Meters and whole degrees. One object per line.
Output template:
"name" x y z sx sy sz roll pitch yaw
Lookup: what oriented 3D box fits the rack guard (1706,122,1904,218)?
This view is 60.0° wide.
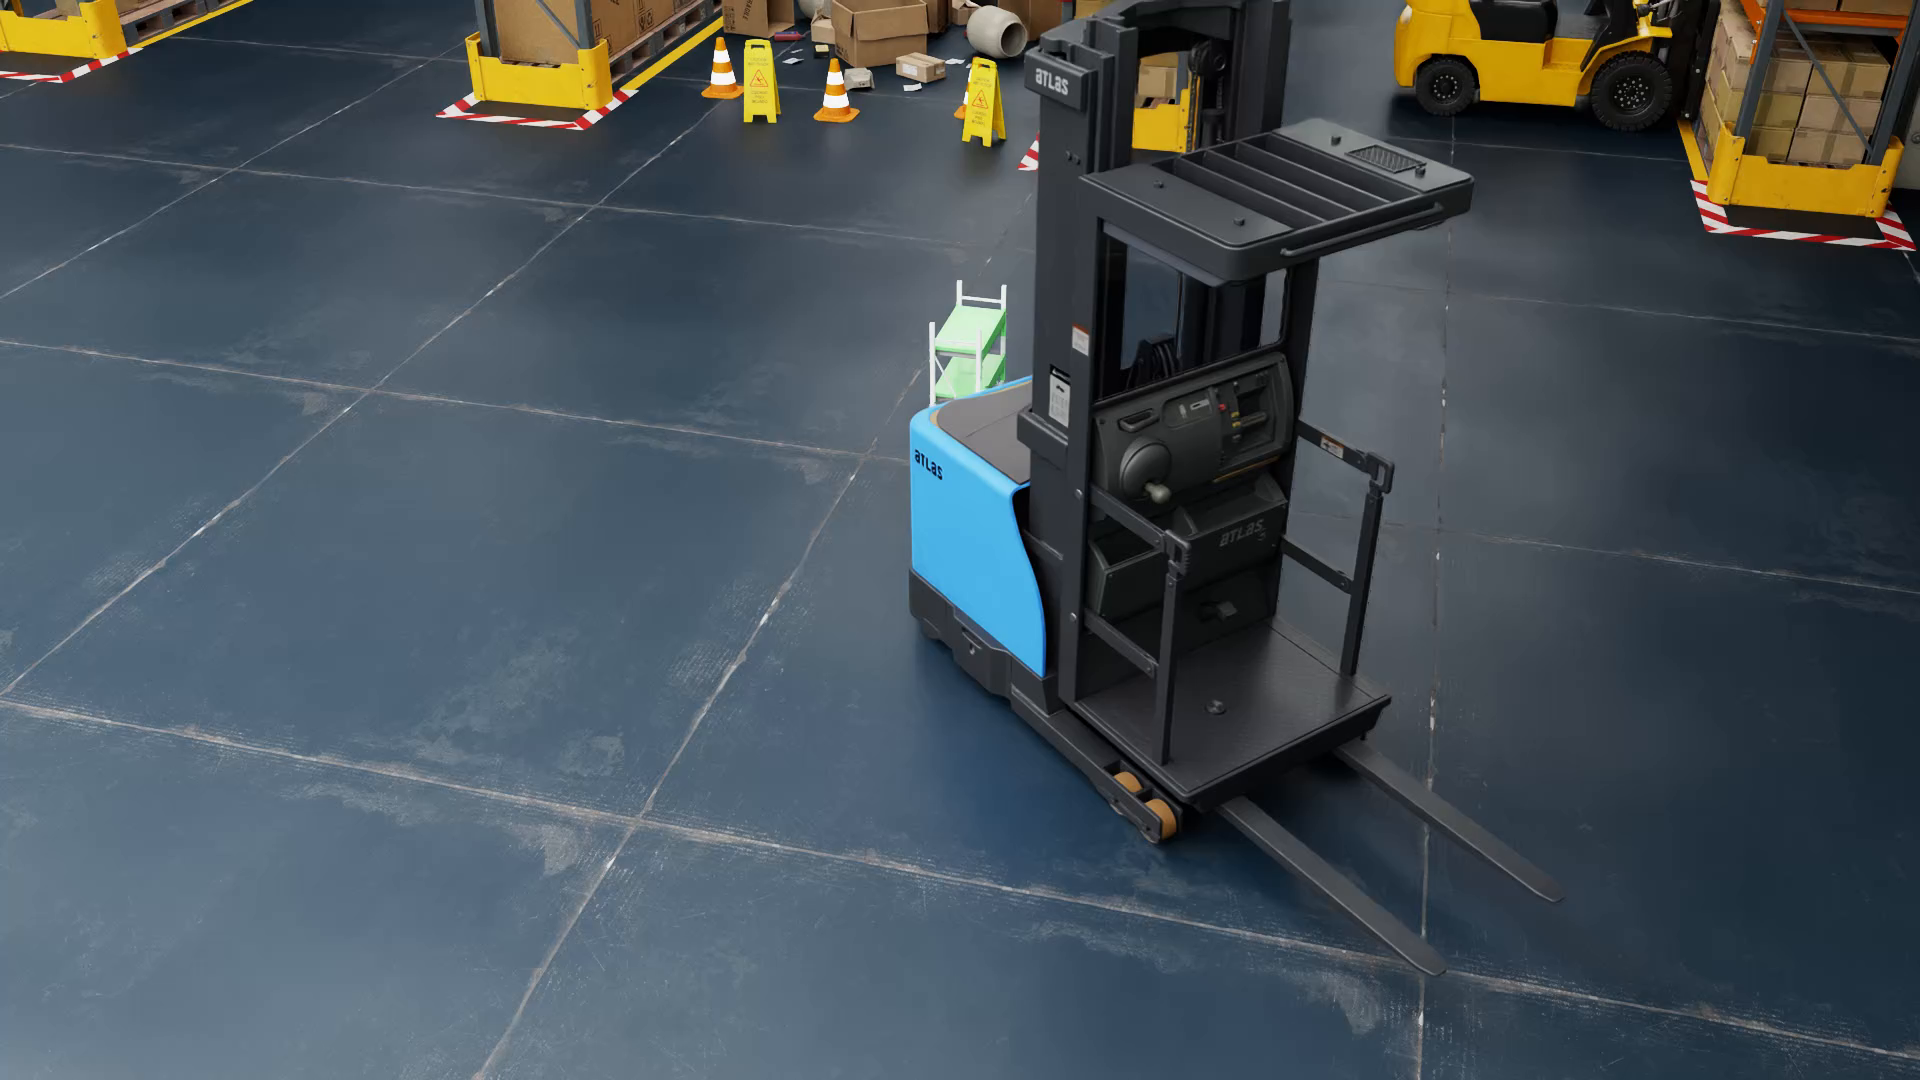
"rack guard" 6.073 -2.673 11.988 1.175 0.500 0.348 8 33 12

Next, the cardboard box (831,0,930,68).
"cardboard box" -0.727 -4.617 15.043 0.797 0.503 0.637 -14 35 -21

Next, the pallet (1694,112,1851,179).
"pallet" 6.232 -2.966 12.718 1.003 0.211 1.213 8 33 12

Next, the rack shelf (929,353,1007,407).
"rack shelf" 0.042 -0.741 7.969 0.258 0.148 0.480 8 33 12

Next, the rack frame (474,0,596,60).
"rack frame" -3.537 -5.035 13.375 1.000 3.000 0.127 8 33 12

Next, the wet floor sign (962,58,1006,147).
"wet floor sign" 0.193 -3.467 13.103 0.267 0.644 0.232 20 38 29

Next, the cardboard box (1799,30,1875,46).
"cardboard box" 6.507 -3.662 12.454 0.500 0.250 0.500 8 33 12

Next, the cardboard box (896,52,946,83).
"cardboard box" -0.345 -4.166 14.664 0.380 0.149 0.250 28 42 36

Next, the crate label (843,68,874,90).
"crate label" -0.883 -3.996 14.408 0.250 0.136 0.298 -8 33 -13

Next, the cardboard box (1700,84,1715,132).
"cardboard box" 6.028 -3.300 12.817 0.500 0.250 0.500 8 33 12

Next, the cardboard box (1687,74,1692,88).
"cardboard box" 6.274 -3.831 13.652 0.500 0.250 0.500 9 34 14

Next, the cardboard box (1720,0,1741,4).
"cardboard box" 6.272 -4.251 13.381 0.500 0.250 0.500 7 33 11

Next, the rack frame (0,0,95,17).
"rack frame" -8.309 -5.763 14.520 1.000 3.000 0.127 8 33 12

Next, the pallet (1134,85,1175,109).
"pallet" 1.536 -3.693 13.863 1.003 0.211 1.213 8 33 12

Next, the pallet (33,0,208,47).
"pallet" -8.049 -5.043 15.985 1.003 0.211 1.213 8 33 12

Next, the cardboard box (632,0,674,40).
"cardboard box" -3.208 -5.134 15.119 0.875 0.875 0.875 8 33 12

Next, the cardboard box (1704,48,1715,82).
"cardboard box" 6.148 -3.793 13.125 0.500 0.250 0.500 7 33 11

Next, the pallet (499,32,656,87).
"pallet" -3.410 -4.284 14.792 1.003 0.211 1.213 8 33 12

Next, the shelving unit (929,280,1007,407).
"shelving unit" 0.042 -0.592 8.063 0.258 1.200 0.503 8 33 12

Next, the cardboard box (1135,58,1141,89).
"cardboard box" 1.228 -3.899 13.759 0.500 0.250 0.500 8 33 12

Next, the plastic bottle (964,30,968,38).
"plastic bottle" 0.150 -4.835 15.799 0.133 0.061 0.283 14 35 21

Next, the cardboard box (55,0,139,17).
"cardboard box" -8.134 -5.207 15.584 0.500 0.500 0.500 14 35 21

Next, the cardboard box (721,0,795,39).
"cardboard box" -1.923 -5.112 15.823 0.500 0.500 0.500 14 35 21

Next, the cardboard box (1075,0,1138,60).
"cardboard box" 1.228 -4.198 13.531 0.500 0.500 0.500 8 33 13

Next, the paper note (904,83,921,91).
"paper note" -0.409 -3.922 14.392 0.148 0.019 0.142 -3 33 -4

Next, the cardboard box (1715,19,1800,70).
"cardboard box" 6.018 -3.726 12.555 0.500 0.250 0.500 9 33 13

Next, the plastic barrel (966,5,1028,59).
"plastic barrel" 0.336 -4.605 15.099 0.421 0.421 0.512 -21 38 -29

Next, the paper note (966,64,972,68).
"paper note" 0.083 -4.263 14.947 0.032 0.001 0.123 8 33 12

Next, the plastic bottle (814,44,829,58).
"plastic bottle" -1.271 -4.494 15.262 0.133 0.061 0.283 -3 33 -4

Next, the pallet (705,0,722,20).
"pallet" -2.791 -5.550 16.784 1.003 0.211 1.213 8 33 12

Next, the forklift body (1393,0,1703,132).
"forklift body" 4.795 -4.614 13.503 2.313 2.155 1.214 8 33 12

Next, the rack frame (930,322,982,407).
"rack frame" -0.020 -0.466 7.864 0.240 1.200 0.015 8 33 12

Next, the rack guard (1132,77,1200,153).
"rack guard" 1.296 -3.398 13.130 1.175 0.500 0.348 8 33 12

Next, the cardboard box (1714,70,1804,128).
"cardboard box" 5.900 -3.263 12.292 0.500 0.250 0.500 8 33 12

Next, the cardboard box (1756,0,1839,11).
"cardboard box" 5.950 -4.073 11.768 0.500 0.500 0.500 7 33 11

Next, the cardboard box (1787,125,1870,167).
"cardboard box" 6.392 -2.985 12.321 0.500 0.250 0.500 8 33 13

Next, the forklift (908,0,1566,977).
"forklift" 1.011 -0.365 6.092 1.130 2.935 3.031 -20 38 -28

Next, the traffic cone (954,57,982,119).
"traffic cone" 0.138 -3.742 13.705 0.336 0.463 0.334 8 33 12

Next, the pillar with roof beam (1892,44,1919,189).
"pillar with roof beam" 2.963 -7.096 11.025 9.100 9.000 0.400 8 33 12
